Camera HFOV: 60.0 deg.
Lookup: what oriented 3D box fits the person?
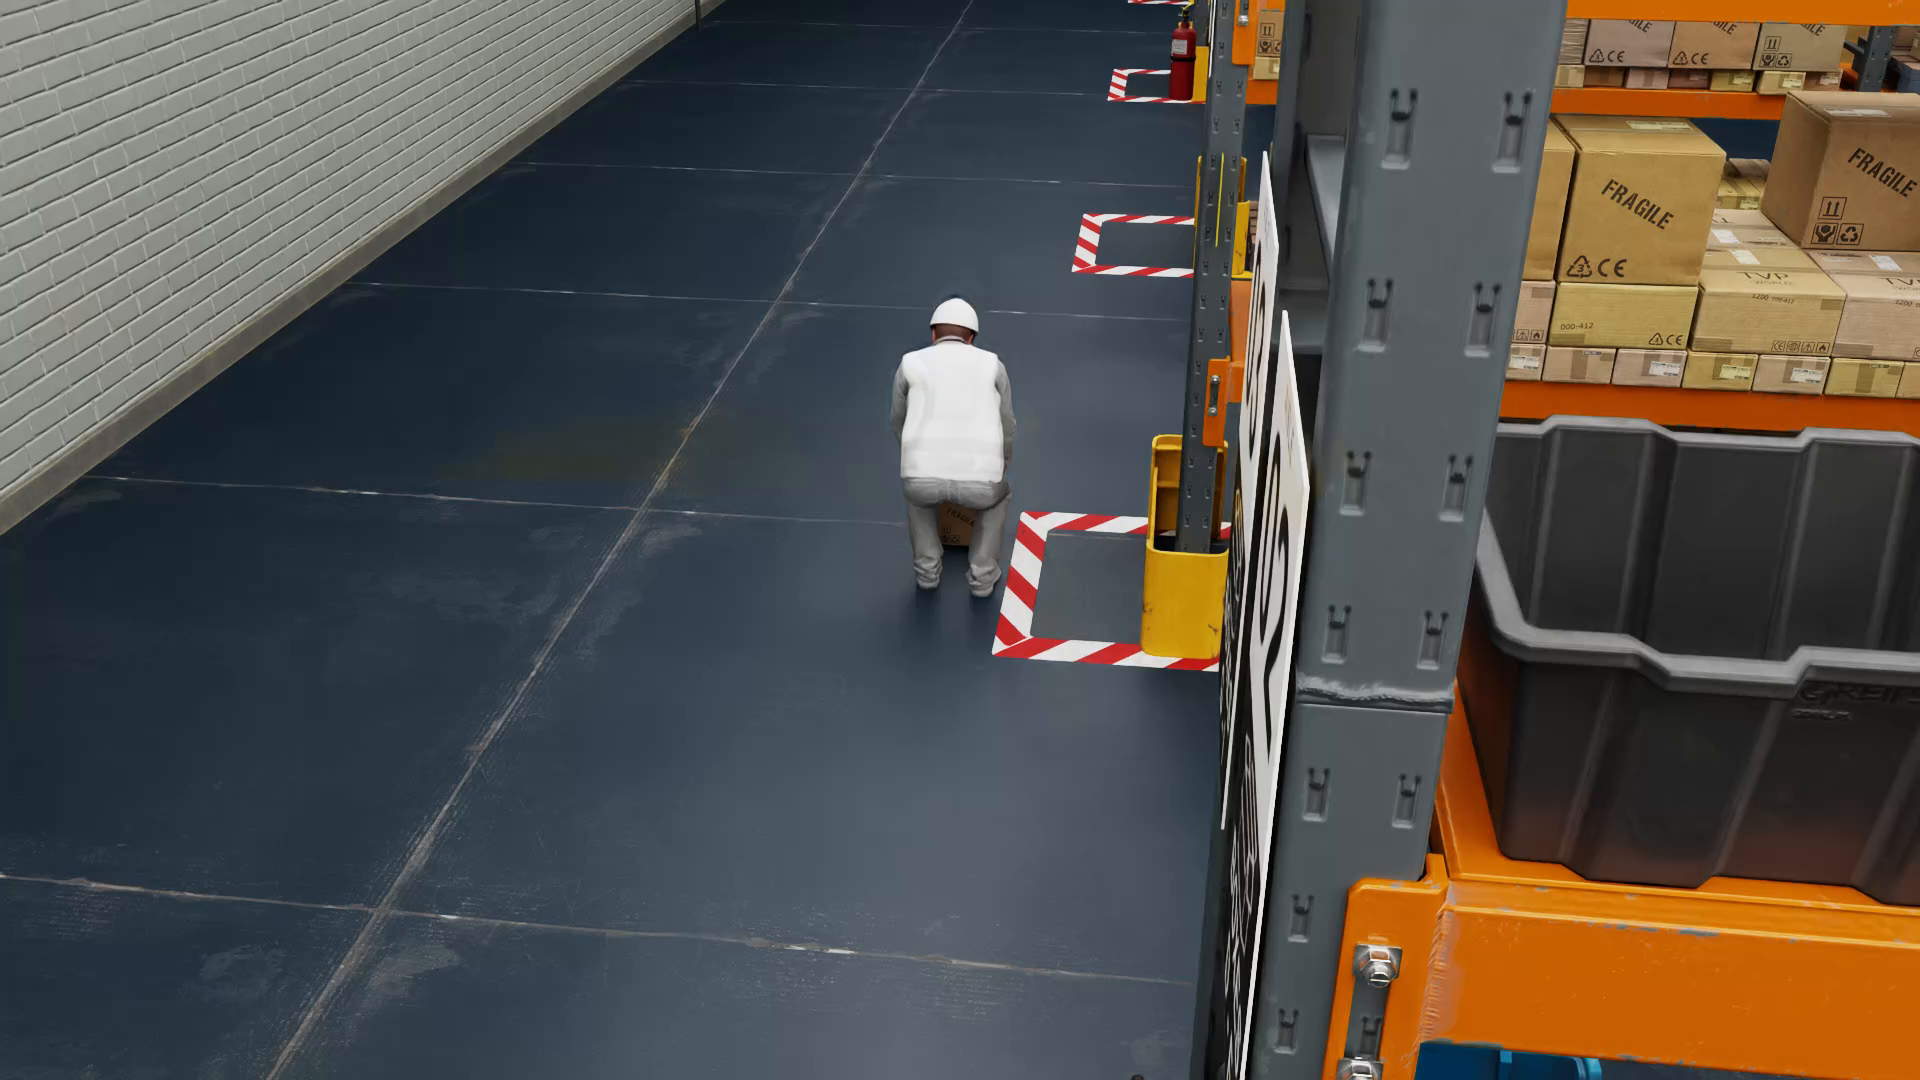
[{"bbox_3d":[-0.049,-0.390,7.421,0.573,1.211,0.851,3,28,6],"label":"person"}]
